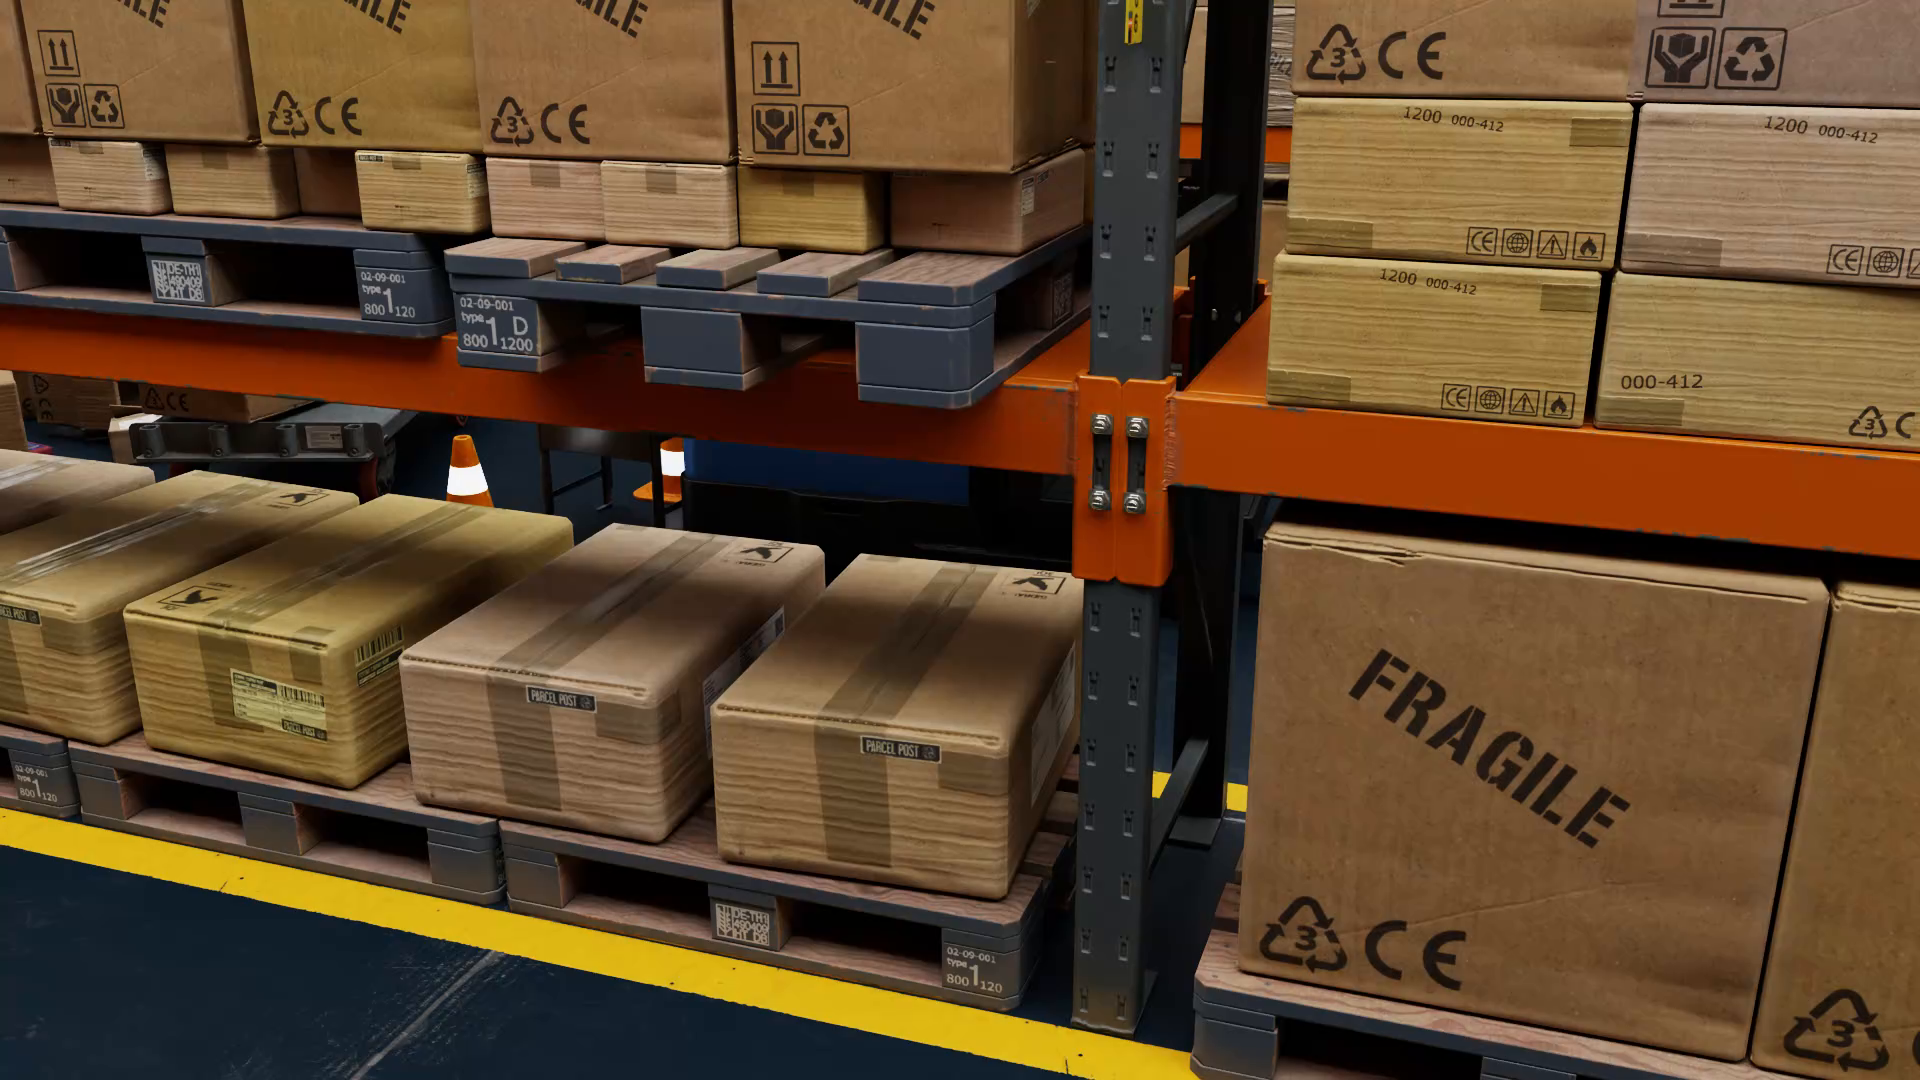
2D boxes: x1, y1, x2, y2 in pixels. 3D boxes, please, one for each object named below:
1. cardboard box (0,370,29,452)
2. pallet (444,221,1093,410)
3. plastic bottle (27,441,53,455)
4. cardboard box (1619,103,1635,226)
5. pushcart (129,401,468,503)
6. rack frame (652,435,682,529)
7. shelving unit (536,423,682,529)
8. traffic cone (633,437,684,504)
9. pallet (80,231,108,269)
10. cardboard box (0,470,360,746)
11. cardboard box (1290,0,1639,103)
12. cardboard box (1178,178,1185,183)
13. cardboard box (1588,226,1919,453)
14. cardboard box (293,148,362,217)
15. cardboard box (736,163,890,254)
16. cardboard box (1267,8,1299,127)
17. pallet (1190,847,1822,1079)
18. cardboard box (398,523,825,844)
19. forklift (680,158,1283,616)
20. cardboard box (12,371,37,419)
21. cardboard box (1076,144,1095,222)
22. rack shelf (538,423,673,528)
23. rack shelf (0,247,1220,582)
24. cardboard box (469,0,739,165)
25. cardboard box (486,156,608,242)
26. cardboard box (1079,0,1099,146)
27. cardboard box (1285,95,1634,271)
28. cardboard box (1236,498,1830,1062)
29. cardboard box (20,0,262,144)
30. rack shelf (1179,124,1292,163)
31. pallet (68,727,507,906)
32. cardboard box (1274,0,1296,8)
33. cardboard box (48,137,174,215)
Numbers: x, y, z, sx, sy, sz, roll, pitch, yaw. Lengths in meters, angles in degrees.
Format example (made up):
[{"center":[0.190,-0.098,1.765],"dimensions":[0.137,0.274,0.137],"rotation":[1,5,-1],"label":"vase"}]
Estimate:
[{"center":[-3.901,-0.389,6.430],"dimensions":[0.500,0.500,0.500],"rotation":[-11,22,-29],"label":"cardboard box"},{"center":[-0.265,-0.551,3.391],"dimensions":[1.003,0.211,1.213],"rotation":[7,20,18],"label":"pallet"},{"center":[-3.939,-0.365,7.030],"dimensions":[0.283,0.061,0.133],"rotation":[10,22,27],"label":"plastic bottle"},{"center":[1.470,-0.735,3.097],"dimensions":[0.500,0.250,0.500],"rotation":[6,20,17],"label":"cardboard box"},{"center":[-2.634,-0.506,6.954],"dimensions":[0.936,0.377,1.648],"rotation":[0,19,-1],"label":"pushcart"},{"center":[-0.990,-1.001,5.758],"dimensions":[0.015,2.100,0.400],"rotation":[8,21,22],"label":"rack frame"},{"center":[-1.213,-1.033,5.851],"dimensions":[0.503,2.100,0.431],"rotation":[8,21,22],"label":"shelving unit"},{"center":[-1.102,-0.413,6.557],"dimensions":[0.334,0.463,0.336],"rotation":[7,20,18],"label":"traffic cone"},{"center":[-2.661,-0.811,4.138],"dimensions":[1.213,0.211,1.003],"rotation":[7,20,18],"label":"pallet"},{"center":[-2.159,0.145,4.457],"dimensions":[0.625,0.372,0.950],"rotation":[8,21,21],"label":"cardboard box"},{"center":[0.829,-0.988,2.682],"dimensions":[0.500,0.500,0.500],"rotation":[6,20,16],"label":"cardboard box"},{"center":[1.990,-2.888,12.932],"dimensions":[0.500,0.500,0.700],"rotation":[8,21,23],"label":"cardboard box"},{"center":[1.314,-0.346,2.739],"dimensions":[0.500,0.250,0.500],"rotation":[6,20,16],"label":"cardboard box"},{"center":[-1.169,-0.781,3.502],"dimensions":[0.250,0.149,0.380],"rotation":[7,20,18],"label":"cardboard box"},{"center":[-0.220,-0.646,3.116],"dimensions":[0.250,0.149,0.380],"rotation":[7,20,19],"label":"cardboard box"},{"center":[1.459,-2.160,7.564],"dimensions":[0.500,0.500,0.500],"rotation":[7,20,18],"label":"cardboard box"},{"center":[1.163,0.828,3.381],"dimensions":[1.213,0.211,1.003],"rotation":[7,20,18],"label":"pallet"},{"center":[-0.787,0.304,4.003],"dimensions":[0.625,0.372,0.950],"rotation":[6,20,17],"label":"cardboard box"},{"center":[0.602,-1.328,5.432],"dimensions":[3.031,2.935,1.130],"rotation":[5,20,15],"label":"forklift"},{"center":[-4.624,-0.880,7.838],"dimensions":[0.637,0.503,0.797],"rotation":[-7,20,-20],"label":"cardboard box"},{"center":[0.197,-0.770,3.472],"dimensions":[0.250,0.149,0.380],"rotation":[5,20,15],"label":"cardboard box"},{"center":[-1.213,-0.360,6.086],"dimensions":[0.480,0.518,0.431],"rotation":[8,21,22],"label":"rack shelf"},{"center":[-1.446,-0.474,3.972],"dimensions":[4.000,0.370,1.077],"rotation":[7,20,18],"label":"rack shelf"},{"center":[-0.569,-0.999,3.142],"dimensions":[0.500,0.500,0.500],"rotation":[6,20,17],"label":"cardboard box"},{"center":[-0.708,-0.689,3.239],"dimensions":[0.250,0.149,0.380],"rotation":[6,20,15],"label":"cardboard box"},{"center":[0.094,-1.104,3.445],"dimensions":[0.500,0.500,0.500],"rotation":[6,20,17],"label":"cardboard box"},{"center":[0.841,-0.631,2.799],"dimensions":[0.500,0.250,0.500],"rotation":[6,20,18],"label":"cardboard box"},{"center":[1.069,0.308,3.226],"dimensions":[0.875,0.875,0.875],"rotation":[6,20,18],"label":"cardboard box"},{"center":[-1.562,-1.112,3.468],"dimensions":[0.500,0.500,0.500],"rotation":[6,20,16],"label":"cardboard box"},{"center":[0.083,-2.024,8.419],"dimensions":[4.000,0.370,1.077],"rotation":[7,20,18],"label":"rack shelf"},{"center":[-1.443,0.502,4.316],"dimensions":[1.213,0.211,1.003],"rotation":[7,20,18],"label":"pallet"},{"center":[1.552,-2.719,7.647],"dimensions":[0.500,0.500,0.700],"rotation":[6,20,18],"label":"cardboard box"},{"center":[-1.695,-0.802,3.564],"dimensions":[0.250,0.149,0.380],"rotation":[7,21,20],"label":"cardboard box"}]
